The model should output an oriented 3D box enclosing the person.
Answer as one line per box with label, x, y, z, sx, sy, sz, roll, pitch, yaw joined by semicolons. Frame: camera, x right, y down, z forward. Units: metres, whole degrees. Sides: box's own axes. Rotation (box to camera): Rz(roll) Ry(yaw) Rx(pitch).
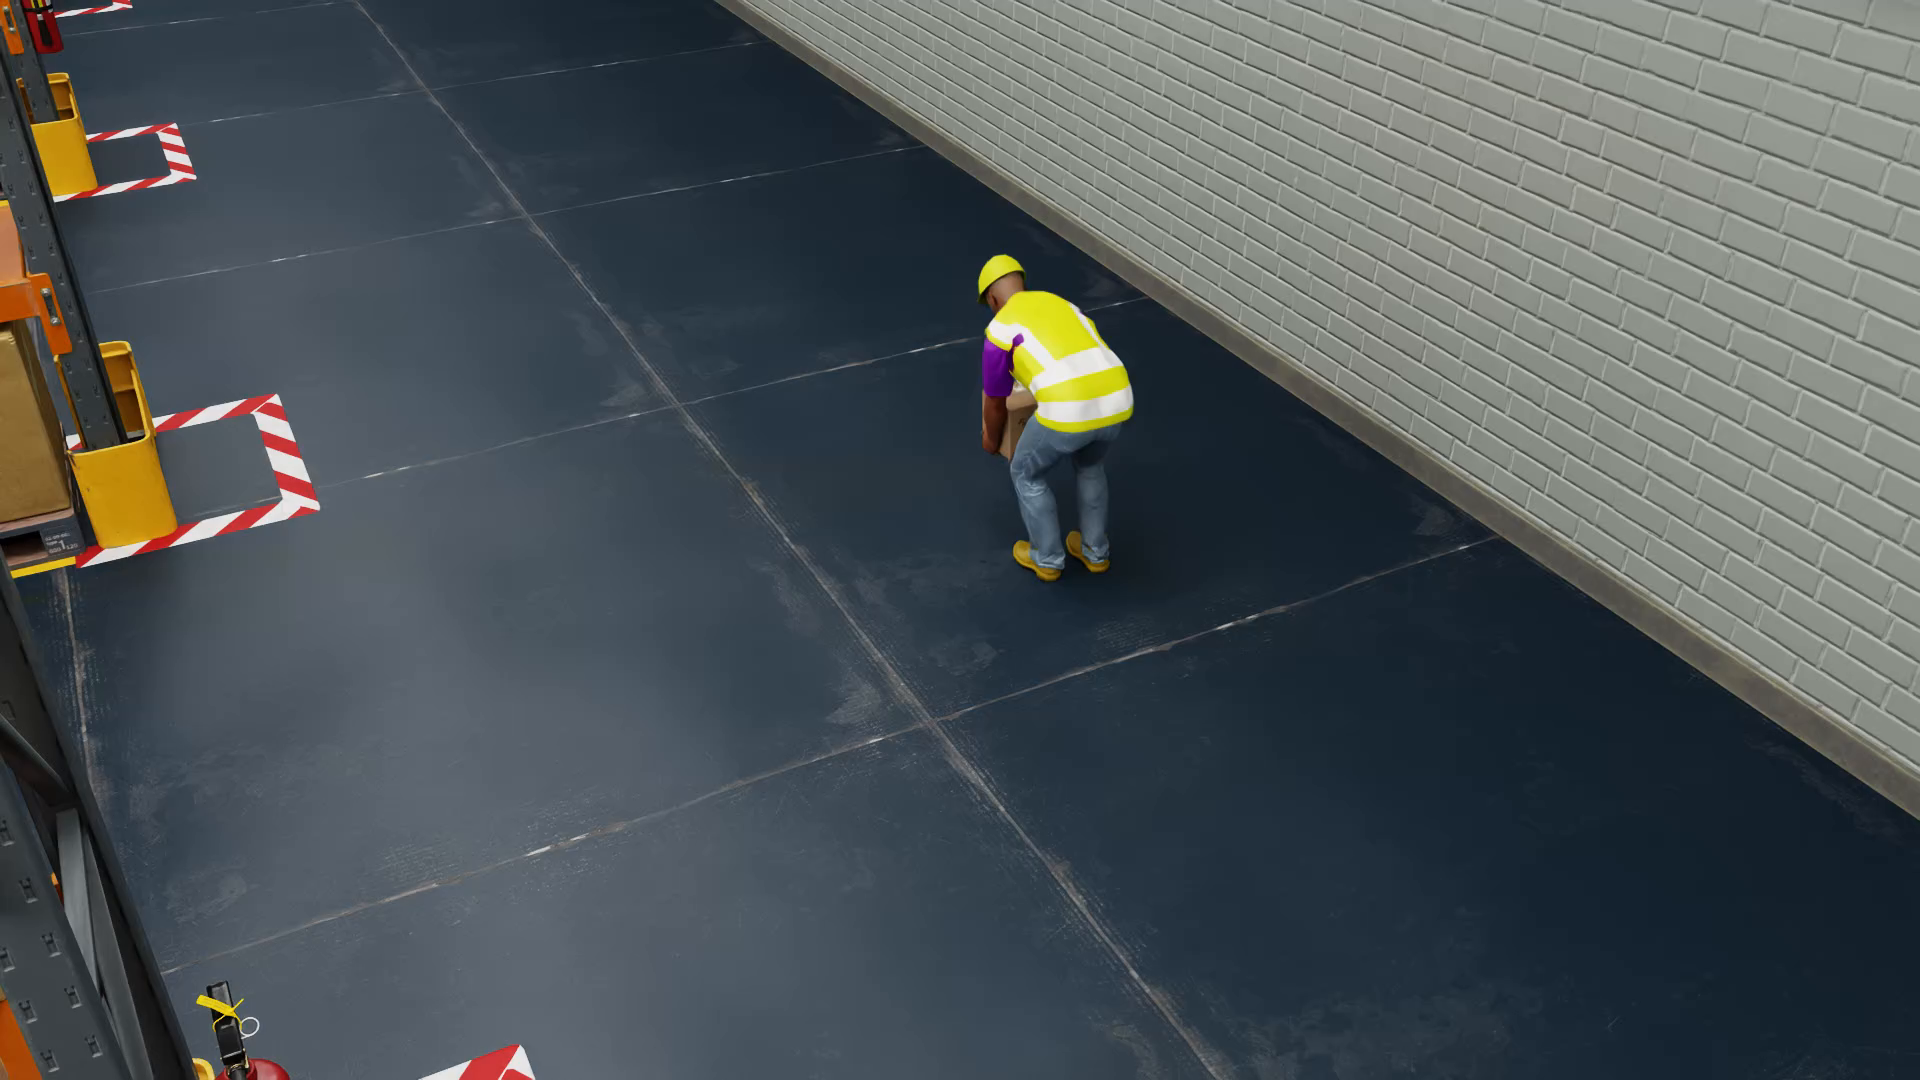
person;0.359;-0.524;7.345;0.494;1.311;0.923;-17;37;-25
